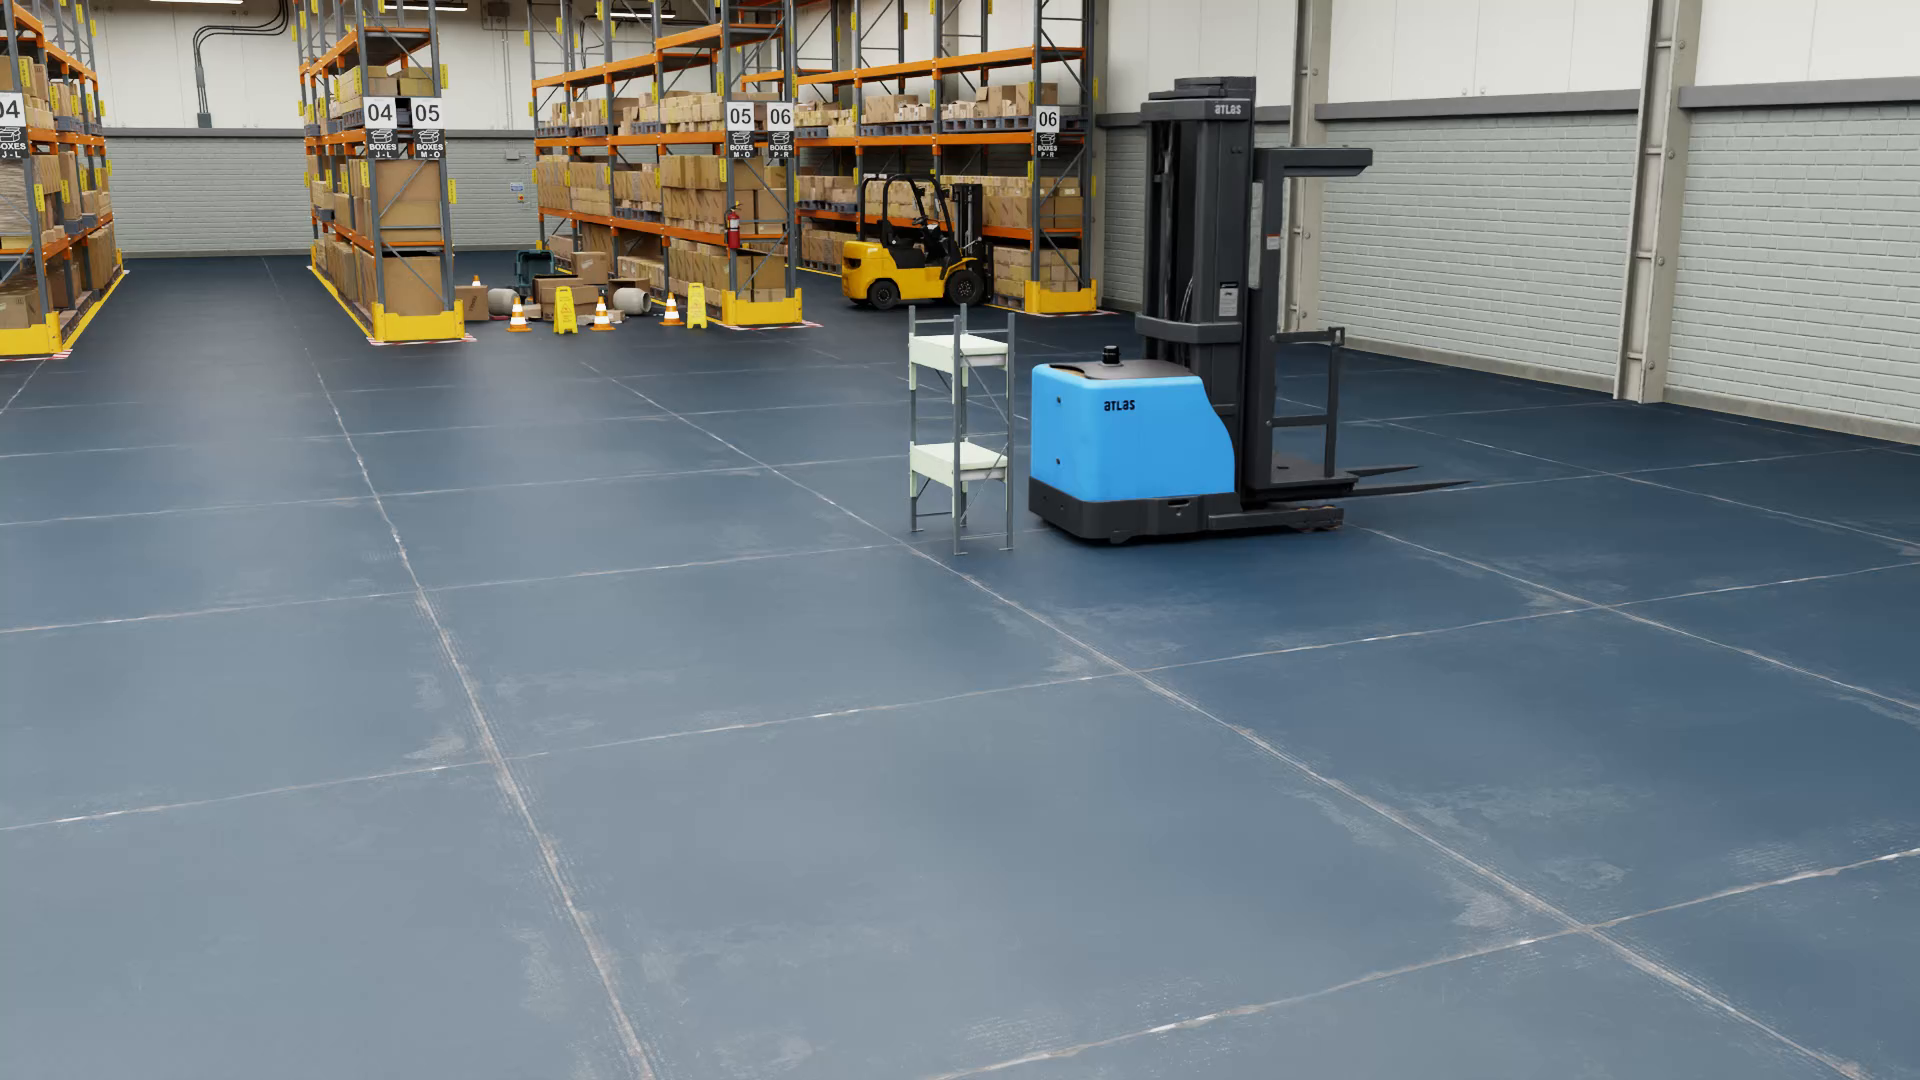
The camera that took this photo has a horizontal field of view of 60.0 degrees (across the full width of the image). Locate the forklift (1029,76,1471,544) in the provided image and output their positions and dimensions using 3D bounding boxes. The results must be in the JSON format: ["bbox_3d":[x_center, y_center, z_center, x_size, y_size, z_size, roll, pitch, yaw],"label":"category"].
[{"bbox_3d":[2.045,-1.581,11.202,3.031,2.935,1.130,-5,14,-19],"label":"forklift"}]

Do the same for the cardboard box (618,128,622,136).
[{"bbox_3d":[-6.164,-7.616,31.028,0.380,0.149,0.250,-6,14,-23],"label":"cardboard box"}]

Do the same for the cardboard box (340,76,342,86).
[{"bbox_3d":[-9.090,-6.885,24.949,0.380,0.149,0.250,-6,14,-23],"label":"cardboard box"}]

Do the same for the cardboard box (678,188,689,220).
[{"bbox_3d":[-4.200,-5.402,26.676,0.500,0.500,0.500,-6,14,-23],"label":"cardboard box"}]

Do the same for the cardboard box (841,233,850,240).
[{"bbox_3d":[-2.285,-6.359,34.866,0.380,0.149,0.250,-5,14,-21],"label":"cardboard box"}]

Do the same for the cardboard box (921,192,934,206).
[{"bbox_3d":[-0.417,-6.229,30.354,0.500,0.250,0.500,-6,14,-24],"label":"cardboard box"}]

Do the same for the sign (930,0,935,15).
[{"bbox_3d":[-0.478,-9.345,29.042,0.100,0.325,0.005,-6,14,-23],"label":"sign"}]

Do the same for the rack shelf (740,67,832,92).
[{"bbox_3d":[-3.992,-10.617,38.387,1.077,0.370,4.000,-6,14,-23],"label":"rack shelf"}]

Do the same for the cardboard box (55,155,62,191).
[{"bbox_3d":[-13.180,-5.248,23.795,0.500,0.500,0.500,-6,14,-23],"label":"cardboard box"}]

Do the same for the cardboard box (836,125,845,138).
[{"bbox_3d":[-2.218,-8.382,34.116,0.500,0.250,0.500,-6,14,-23],"label":"cardboard box"}]

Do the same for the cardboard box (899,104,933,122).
[{"bbox_3d":[-0.807,-7.937,30.904,0.500,0.311,0.500,-6,14,-25],"label":"cardboard box"}]

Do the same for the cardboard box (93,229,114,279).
[{"bbox_3d":[-16.543,-5.328,31.017,1.225,0.875,0.875,-6,14,-23],"label":"cardboard box"}]

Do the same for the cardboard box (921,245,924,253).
[{"bbox_3d":[-0.205,-5.134,30.737,0.875,0.625,0.625,-5,14,-20],"label":"cardboard box"}]

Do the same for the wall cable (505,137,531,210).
[{"bbox_3d":[-11.620,-9.683,43.733,0.585,1.953,0.123,-6,14,-23],"label":"wall cable"}]

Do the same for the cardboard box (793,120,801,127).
[{"bbox_3d":[-3.435,-9.127,36.406,0.380,0.149,0.250,-5,14,-22],"label":"cardboard box"}]

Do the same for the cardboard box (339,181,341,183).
[{"bbox_3d":[-12.685,-6.984,33.510,0.500,0.500,0.500,-6,14,-23],"label":"cardboard box"}]

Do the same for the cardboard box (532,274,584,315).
[{"bbox_3d":[-6.336,-3.881,26.221,0.797,0.637,0.503,-6,14,-23],"label":"cardboard box"}]

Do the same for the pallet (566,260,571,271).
[{"bbox_3d":[-7.970,-5.989,36.280,1.003,0.211,1.213,-6,14,-23],"label":"pallet"}]

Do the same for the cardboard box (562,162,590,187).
[{"bbox_3d":[-8.179,-7.792,35.445,0.500,0.500,0.500,-6,14,-23],"label":"cardboard box"}]

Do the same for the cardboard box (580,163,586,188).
[{"bbox_3d":[-7.397,-7.396,33.735,0.500,0.500,0.500,-6,14,-24],"label":"cardboard box"}]

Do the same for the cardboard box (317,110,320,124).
[{"bbox_3d":[-12.072,-8.137,31.991,0.500,0.311,0.500,-6,14,-24],"label":"cardboard box"}]

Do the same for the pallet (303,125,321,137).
[{"bbox_3d":[-12.083,-7.948,32.324,1.213,0.211,1.003,-6,14,-23],"label":"pallet"}]

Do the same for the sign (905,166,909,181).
[{"bbox_3d":[-1.081,-7.421,33.715,0.100,0.325,0.005,-6,14,-23],"label":"sign"}]

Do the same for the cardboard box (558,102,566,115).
[{"bbox_3d":[-8.307,-9.224,36.039,0.797,0.503,0.637,-4,14,-19],"label":"cardboard box"}]

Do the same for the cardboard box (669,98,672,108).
[{"bbox_3d":[-4.477,-7.057,26.846,0.380,0.149,0.250,-6,14,-25],"label":"cardboard box"}]

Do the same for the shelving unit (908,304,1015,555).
[{"bbox_3d":[0.003,-0.729,10.695,0.431,1.500,0.755,-6,14,-23],"label":"shelving unit"}]

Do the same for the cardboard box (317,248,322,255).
[{"bbox_3d":[-13.619,-6.204,35.755,0.380,0.149,0.250,-5,14,-21],"label":"cardboard box"}]

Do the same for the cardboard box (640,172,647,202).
[{"bbox_3d":[-5.329,-6.213,29.250,0.500,0.500,0.500,-5,14,-21],"label":"cardboard box"}]

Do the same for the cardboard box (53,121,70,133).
[{"bbox_3d":[-14.390,-6.569,26.281,0.500,0.250,0.500,-5,14,-21],"label":"cardboard box"}]

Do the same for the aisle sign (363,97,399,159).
[{"bbox_3d":[-7.672,-5.461,22.048,0.394,0.787,0.004,-6,14,-23],"label":"aisle sign"}]

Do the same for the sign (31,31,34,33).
[{"bbox_3d":[-18.931,-10.521,33.948,0.100,0.325,0.005,-6,14,-23],"label":"sign"}]

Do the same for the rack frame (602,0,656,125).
[{"bbox_3d":[-6.135,-9.280,31.009,1.000,3.000,0.127,-6,14,-23],"label":"rack frame"}]

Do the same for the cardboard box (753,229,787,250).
[{"bbox_3d":[-4.635,-7.313,40.418,0.797,0.503,0.637,-6,14,-25],"label":"cardboard box"}]

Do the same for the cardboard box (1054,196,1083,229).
[{"bbox_3d":[1.672,-5.330,27.024,0.500,0.500,0.500,-5,14,-21],"label":"cardboard box"}]

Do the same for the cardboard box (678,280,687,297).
[{"bbox_3d":[-4.319,-4.140,27.273,0.500,0.250,0.500,-5,14,-20],"label":"cardboard box"}]

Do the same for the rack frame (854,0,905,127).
[{"bbox_3d":[-1.588,-9.729,32.949,1.000,3.000,0.127,-6,14,-23],"label":"rack frame"}]

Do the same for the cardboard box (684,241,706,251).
[{"bbox_3d":[-4.230,-4.738,26.755,0.380,0.149,0.250,-5,14,-20],"label":"cardboard box"}]

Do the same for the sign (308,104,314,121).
[{"bbox_3d":[-12.726,-8.378,32.619,0.100,0.325,0.005,-6,14,-23],"label":"sign"}]

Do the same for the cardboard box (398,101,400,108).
[{"bbox_3d":[-7.877,-6.242,23.938,0.380,0.149,0.250,-5,14,-22],"label":"cardboard box"}]

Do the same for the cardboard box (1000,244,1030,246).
[{"bbox_3d":[1.004,-4.936,28.492,0.500,0.250,0.500,-6,14,-24],"label":"cardboard box"}]

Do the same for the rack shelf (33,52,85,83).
[{"bbox_3d":[-16.016,-8.253,29.053,1.077,0.370,4.000,-6,14,-23],"label":"rack shelf"}]

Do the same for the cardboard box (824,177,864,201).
[{"bbox_3d":[-2.412,-7.382,34.951,0.797,0.503,0.637,-6,14,-24],"label":"cardboard box"}]

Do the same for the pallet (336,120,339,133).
[{"bbox_3d":[-9.873,-6.900,27.795,1.003,0.211,1.213,-5,14,-20],"label":"pallet"}]

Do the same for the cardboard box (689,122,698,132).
[{"bbox_3d":[-3.986,-6.405,25.797,0.380,0.149,0.250,-6,14,-24],"label":"cardboard box"}]

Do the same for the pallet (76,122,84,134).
[{"bbox_3d":[-15.522,-6.960,28.055,1.213,0.211,1.003,-5,14,-20],"label":"pallet"}]

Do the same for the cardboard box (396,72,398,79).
[{"bbox_3d":[-7.878,-6.630,23.849,0.380,0.149,0.250,-5,14,-22],"label":"cardboard box"}]

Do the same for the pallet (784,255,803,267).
[{"bbox_3d":[-3.465,-6.416,38.124,1.003,0.211,1.213,-6,14,-23],"label":"pallet"}]

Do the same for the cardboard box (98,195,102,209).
[{"bbox_3d":[-16.766,-6.481,31.893,0.500,0.250,0.500,-6,14,-24],"label":"cardboard box"}]

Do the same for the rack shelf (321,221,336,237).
[{"bbox_3d":[-11.431,-5.952,31.530,1.077,0.370,4.000,-6,14,-23],"label":"rack shelf"}]

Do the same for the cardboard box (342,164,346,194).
[{"bbox_3d":[-10.255,-6.227,28.683,0.700,0.500,0.500,-6,14,-24],"label":"cardboard box"}]
